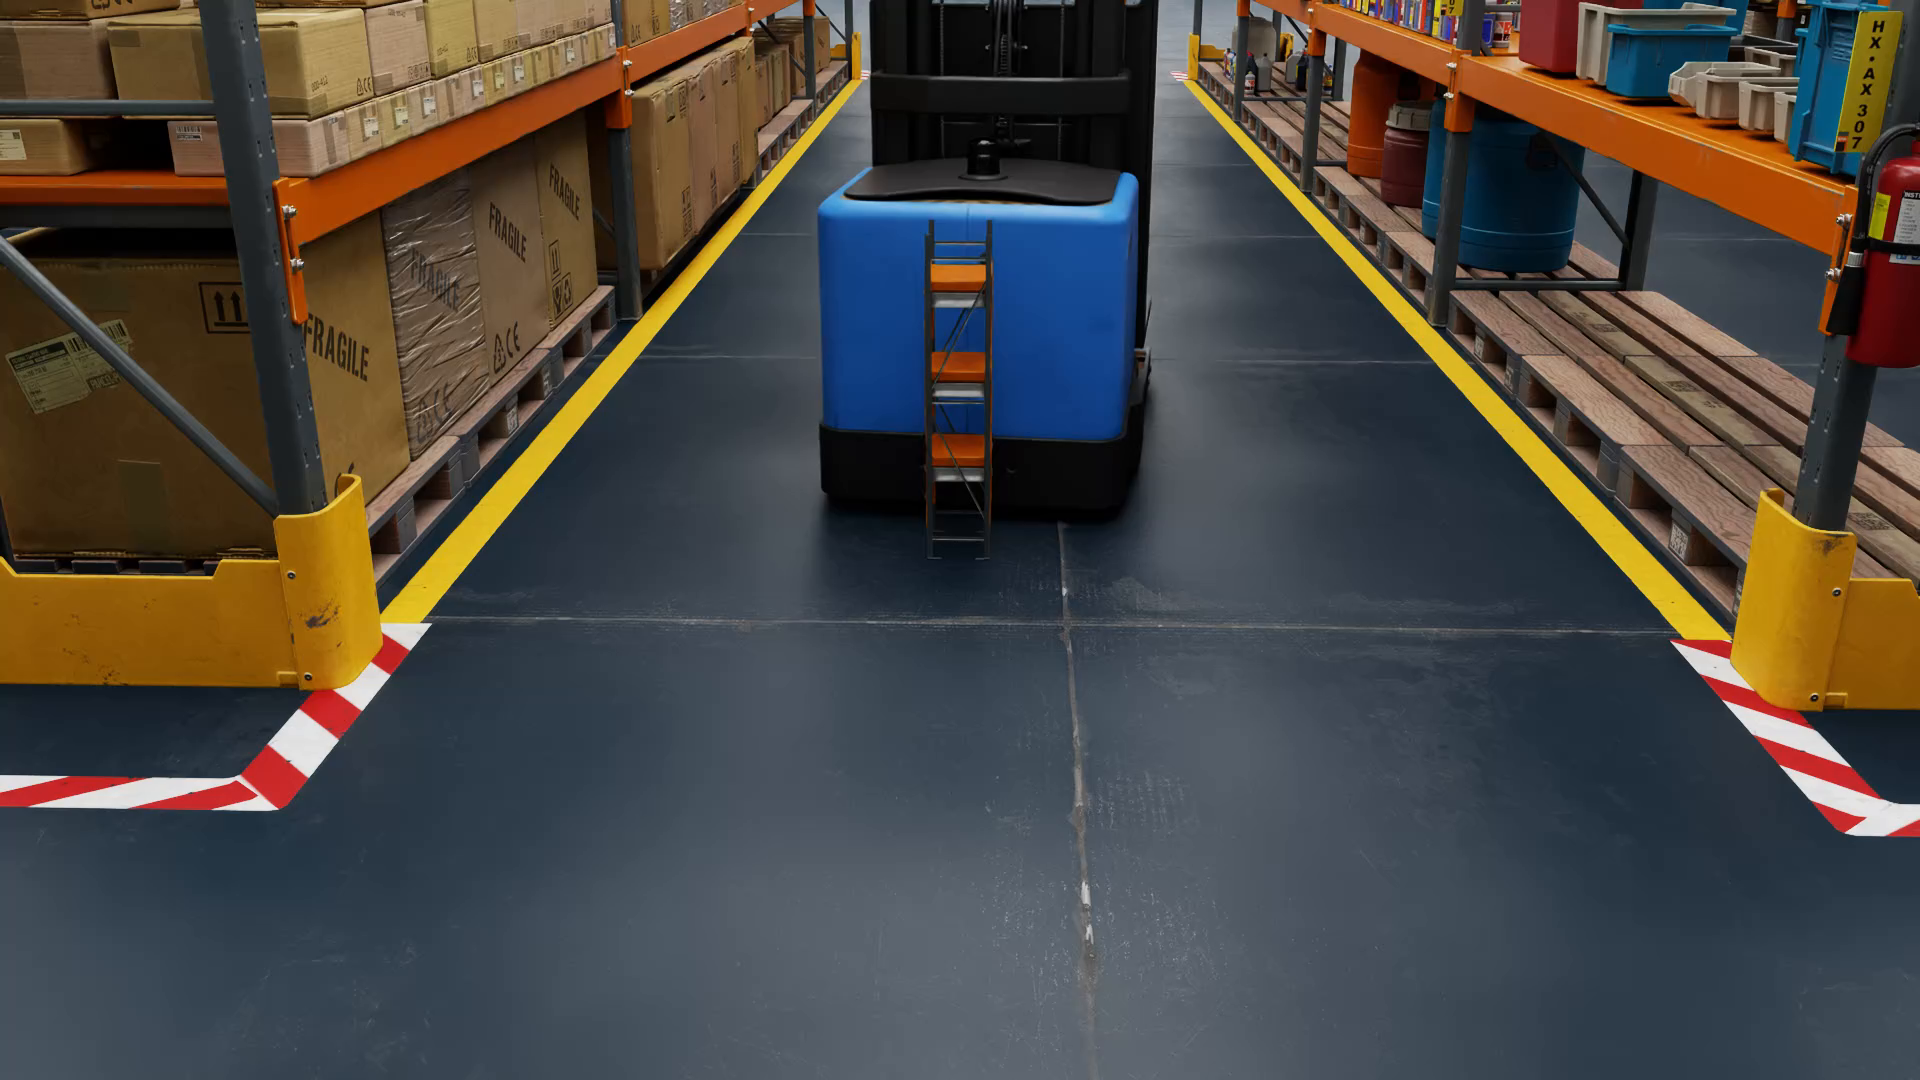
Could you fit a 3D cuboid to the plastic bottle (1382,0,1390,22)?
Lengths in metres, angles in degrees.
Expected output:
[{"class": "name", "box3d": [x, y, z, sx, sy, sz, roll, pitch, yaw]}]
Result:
[{"class": "plastic bottle", "box3d": [2.582, -3.195, 9.787, 0.152, 0.276, 0.135, 1, 21, 2]}]

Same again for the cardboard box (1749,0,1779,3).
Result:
[{"class": "cardboard box", "box3d": [8.420, -5.448, 17.607, 0.500, 0.500, 0.500, 1, 21, 2]}]

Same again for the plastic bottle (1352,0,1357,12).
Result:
[{"class": "plastic bottle", "box3d": [2.610, -3.529, 10.648, 0.152, 0.276, 0.135, 1, 21, 2]}]

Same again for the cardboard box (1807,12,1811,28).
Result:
[{"class": "cardboard box", "box3d": [8.360, -4.725, 15.743, 0.500, 0.500, 0.500, 1, 21, 2]}]

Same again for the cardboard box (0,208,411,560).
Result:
[{"class": "cardboard box", "box3d": [-2.294, -0.506, 5.044, 0.875, 0.875, 0.875, 1, 21, 2]}]

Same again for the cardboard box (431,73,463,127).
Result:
[{"class": "cardboard box", "box3d": [-1.864, -1.448, 5.461, 0.380, 0.149, 0.250, 0, 21, 1]}]

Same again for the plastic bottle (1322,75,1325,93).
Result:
[{"class": "plastic bottle", "box3d": [3.533, -4.401, 15.984, 0.097, 0.201, 0.097, 0, 21, 0]}]

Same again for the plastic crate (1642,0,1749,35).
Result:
[{"class": "plastic crate", "box3d": [3.166, -2.308, 7.271, 0.392, 0.384, 0.575, 1, 21, 2]}]

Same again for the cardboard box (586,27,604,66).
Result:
[{"class": "cardboard box", "box3d": [-1.801, -2.191, 7.376, 0.380, 0.149, 0.250, 1, 21, 3]}]

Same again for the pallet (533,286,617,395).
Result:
[{"class": "pallet", "box3d": [-2.213, -0.941, 7.662, 1.003, 0.211, 1.213, 1, 21, 2]}]

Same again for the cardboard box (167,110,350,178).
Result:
[{"class": "cardboard box", "box3d": [-1.893, -1.076, 4.503, 0.380, 0.149, 0.250, 1, 21, 2]}]

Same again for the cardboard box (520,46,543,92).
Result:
[{"class": "cardboard box", "box3d": [-1.832, -1.819, 6.418, 0.380, 0.149, 0.250, 0, 21, 1]}]

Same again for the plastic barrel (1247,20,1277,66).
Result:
[{"class": "plastic barrel", "box3d": [3.245, -5.415, 18.197, 0.421, 0.512, 0.421, 0, 21, 0]}]

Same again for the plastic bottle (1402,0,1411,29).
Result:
[{"class": "plastic bottle", "box3d": [2.565, -2.996, 9.274, 0.152, 0.276, 0.135, 1, 21, 2]}]

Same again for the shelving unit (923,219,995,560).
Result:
[{"class": "shelving unit", "box3d": [-0.002, -0.470, 5.289, 0.215, 1.050, 0.252, 1, 21, 2]}]

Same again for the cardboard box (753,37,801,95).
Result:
[{"class": "cardboard box", "box3d": [-1.816, -4.582, 16.067, 0.500, 0.500, 0.500, 0, 21, 0]}]

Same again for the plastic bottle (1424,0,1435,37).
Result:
[{"class": "plastic bottle", "box3d": [2.545, -2.840, 8.770, 0.144, 0.351, 0.185, 1, 21, 2]}]

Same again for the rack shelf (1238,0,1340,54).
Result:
[{"class": "rack shelf", "box3d": [3.021, -4.294, 13.445, 1.077, 0.370, 4.000, 1, 21, 2]}]

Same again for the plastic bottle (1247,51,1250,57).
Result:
[{"class": "plastic bottle", "box3d": [2.819, -4.629, 16.365, 0.144, 0.351, 0.185, 0, 21, -1]}]

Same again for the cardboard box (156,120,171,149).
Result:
[{"class": "cardboard box", "box3d": [-2.537, -1.269, 5.000, 0.380, 0.149, 0.250, 1, 21, 2]}]

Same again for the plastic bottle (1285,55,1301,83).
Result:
[{"class": "plastic bottle", "box3d": [3.391, -4.790, 16.885, 0.152, 0.276, 0.135, 1, 21, 2]}]

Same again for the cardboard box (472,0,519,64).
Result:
[{"class": "cardboard box", "box3d": [-1.910, -1.866, 5.989, 0.500, 0.250, 0.500, 0, 21, 1]}]

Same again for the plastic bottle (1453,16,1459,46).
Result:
[{"class": "plastic bottle", "box3d": [2.504, -2.556, 8.245, 0.097, 0.201, 0.097, 0, 21, 0]}]

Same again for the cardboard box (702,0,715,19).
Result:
[{"class": "cardboard box", "box3d": [-1.791, -3.459, 10.158, 0.500, 0.500, 0.500, 0, 21, 0]}]

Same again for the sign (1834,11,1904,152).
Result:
[{"class": "sign", "box3d": [2.167, -1.090, 3.967, 0.100, 0.325, 0.005, 1, 21, 2]}]

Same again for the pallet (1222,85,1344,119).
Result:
[{"class": "pallet", "box3d": [3.144, -4.295, 16.307, 1.003, 0.211, 1.213, 1, 21, 2]}]

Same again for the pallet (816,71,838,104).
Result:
[{"class": "pallet", "box3d": [-1.849, -4.793, 17.590, 1.003, 0.211, 1.213, 1, 21, 2]}]

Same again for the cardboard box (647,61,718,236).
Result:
[{"class": "cardboard box", "box3d": [-2.086, -2.275, 9.602, 1.225, 0.875, 0.875, 0, 21, 0]}]

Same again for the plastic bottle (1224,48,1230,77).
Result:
[{"class": "plastic bottle", "box3d": [2.812, -5.004, 17.426, 0.061, 0.283, 0.133, 1, 21, 3]}]

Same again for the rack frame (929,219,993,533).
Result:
[{"class": "rack frame", "box3d": [0.002, -0.514, 5.403, 0.200, 1.050, 0.008, 1, 21, 2]}]

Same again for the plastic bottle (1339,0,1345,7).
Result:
[{"class": "plastic bottle", "box3d": [2.624, -3.696, 11.079, 0.152, 0.276, 0.135, 1, 21, 2]}]

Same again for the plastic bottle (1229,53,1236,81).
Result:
[{"class": "plastic bottle", "box3d": [2.818, -4.847, 17.038, 0.097, 0.271, 0.097, 0, 21, 0]}]

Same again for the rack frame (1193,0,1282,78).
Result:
[{"class": "rack frame", "box3d": [3.204, -6.799, 18.906, 1.000, 3.000, 0.127, 1, 21, 2]}]

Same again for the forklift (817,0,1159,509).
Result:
[{"class": "forklift", "box3d": [0.237, -1.965, 6.542, 1.130, 2.935, 3.031, 3, 21, 8]}]

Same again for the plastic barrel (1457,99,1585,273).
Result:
[{"class": "plastic barrel", "box3d": [2.872, -1.874, 8.534, 0.600, 0.901, 0.708, 1, 21, 2]}]

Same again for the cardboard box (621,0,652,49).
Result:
[{"class": "cardboard box", "box3d": [-1.848, -2.725, 8.267, 0.500, 0.500, 0.500, 1, 21, 2]}]

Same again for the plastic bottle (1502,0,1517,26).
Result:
[{"class": "plastic bottle", "box3d": [3.162, -3.096, 9.539, 0.097, 0.271, 0.097, 0, 21, 0]}]

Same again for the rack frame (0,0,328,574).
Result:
[{"class": "rack frame", "box3d": [-2.234, -1.069, 4.137, 1.000, 3.000, 0.127, 1, 21, 2]}]

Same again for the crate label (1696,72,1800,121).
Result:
[{"class": "crate label", "box3d": [2.568, -1.422, 5.328, 0.396, 0.136, 0.243, 1, 21, 2]}]

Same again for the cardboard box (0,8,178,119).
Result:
[{"class": "cardboard box", "box3d": [-2.484, -1.316, 4.569, 0.500, 0.250, 0.500, 0, 21, 1]}]

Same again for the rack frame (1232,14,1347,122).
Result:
[{"class": "rack frame", "box3d": [3.082, -5.353, 15.178, 1.000, 3.000, 0.127, 1, 21, 2]}]

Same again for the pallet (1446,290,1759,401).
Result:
[{"class": "pallet", "box3d": [2.855, -0.894, 7.542, 1.003, 0.211, 1.213, 1, 21, 2]}]

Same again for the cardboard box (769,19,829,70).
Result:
[{"class": "cardboard box", "box3d": [-1.767, -5.442, 18.283, 0.500, 0.500, 0.500, 6, 22, 16]}]

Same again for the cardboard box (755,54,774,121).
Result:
[{"class": "cardboard box", "box3d": [-1.959, -3.851, 14.154, 0.700, 0.500, 0.500, -1, 21, -3]}]

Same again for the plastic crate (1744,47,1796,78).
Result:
[{"class": "plastic crate", "box3d": [3.086, -1.733, 6.129, 0.293, 0.136, 0.466, 1, 21, 2]}]

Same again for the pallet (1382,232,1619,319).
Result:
[{"class": "pallet", "box3d": [2.904, -1.439, 8.946, 1.003, 0.211, 1.213, 1, 21, 2]}]

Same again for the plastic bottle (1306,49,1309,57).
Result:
[{"class": "plastic bottle", "box3d": [3.540, -4.832, 16.890, 0.144, 0.351, 0.185, 0, 21, 1]}]

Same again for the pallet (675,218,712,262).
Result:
[{"class": "pallet", "box3d": [-2.129, -1.937, 10.229, 1.003, 0.211, 1.213, 1, 21, 2]}]

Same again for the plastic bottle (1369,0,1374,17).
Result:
[{"class": "plastic bottle", "box3d": [2.568, -3.353, 10.202, 0.097, 0.271, 0.097, 0, 21, 0]}]

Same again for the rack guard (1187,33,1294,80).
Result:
[{"class": "rack guard", "box3d": [3.249, -5.606, 19.286, 1.175, 0.500, 0.348, 1, 21, 2]}]
